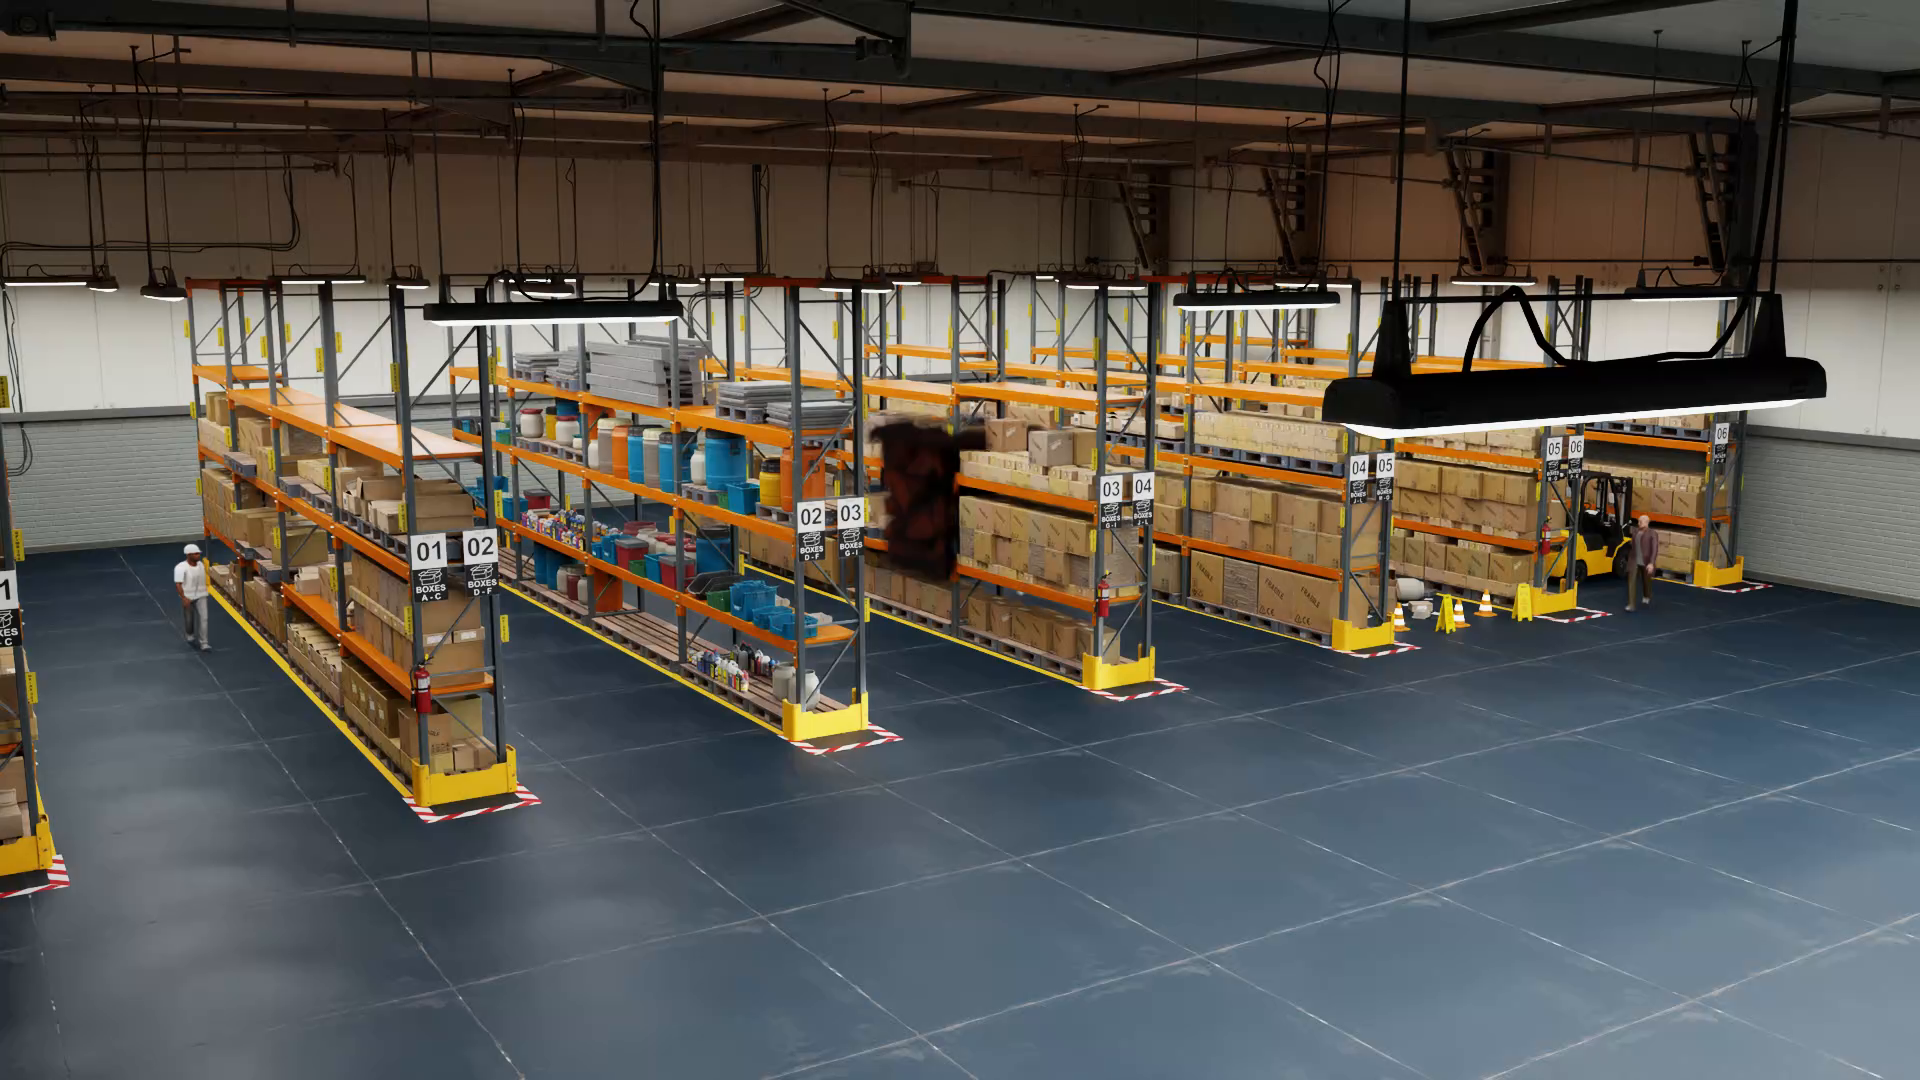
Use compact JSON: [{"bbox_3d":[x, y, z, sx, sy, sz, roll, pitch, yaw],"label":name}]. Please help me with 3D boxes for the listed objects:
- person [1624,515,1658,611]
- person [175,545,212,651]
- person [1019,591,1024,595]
[{"bbox_3d":[12.437,0.404,30.336,0.545,1.736,1.113,5,11,27],"label":"person"},{"bbox_3d":[-12.594,0.938,27.286,0.500,1.729,1.022,-5,11,-27],"label":"person"},{"bbox_3d":[1.169,0.158,30.331,0.445,1.689,0.542,0,10,-2],"label":"person"}]
